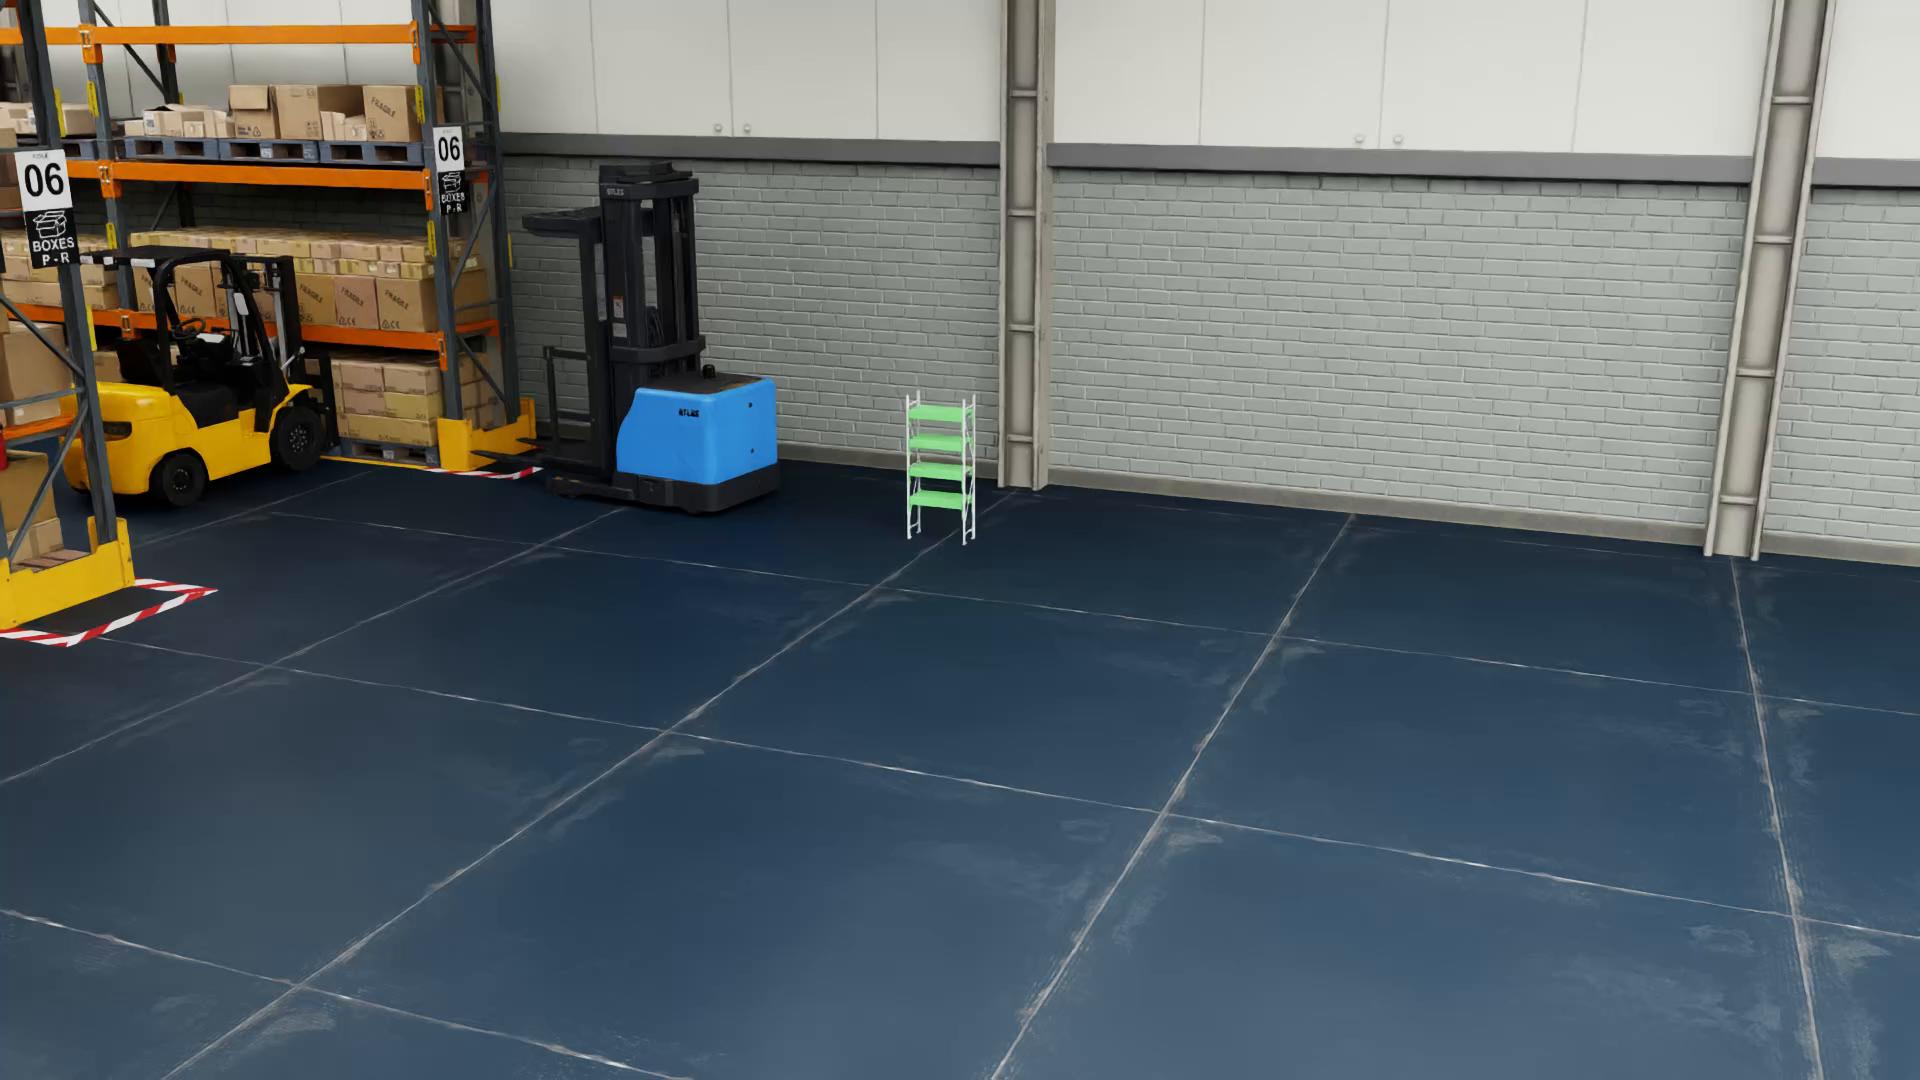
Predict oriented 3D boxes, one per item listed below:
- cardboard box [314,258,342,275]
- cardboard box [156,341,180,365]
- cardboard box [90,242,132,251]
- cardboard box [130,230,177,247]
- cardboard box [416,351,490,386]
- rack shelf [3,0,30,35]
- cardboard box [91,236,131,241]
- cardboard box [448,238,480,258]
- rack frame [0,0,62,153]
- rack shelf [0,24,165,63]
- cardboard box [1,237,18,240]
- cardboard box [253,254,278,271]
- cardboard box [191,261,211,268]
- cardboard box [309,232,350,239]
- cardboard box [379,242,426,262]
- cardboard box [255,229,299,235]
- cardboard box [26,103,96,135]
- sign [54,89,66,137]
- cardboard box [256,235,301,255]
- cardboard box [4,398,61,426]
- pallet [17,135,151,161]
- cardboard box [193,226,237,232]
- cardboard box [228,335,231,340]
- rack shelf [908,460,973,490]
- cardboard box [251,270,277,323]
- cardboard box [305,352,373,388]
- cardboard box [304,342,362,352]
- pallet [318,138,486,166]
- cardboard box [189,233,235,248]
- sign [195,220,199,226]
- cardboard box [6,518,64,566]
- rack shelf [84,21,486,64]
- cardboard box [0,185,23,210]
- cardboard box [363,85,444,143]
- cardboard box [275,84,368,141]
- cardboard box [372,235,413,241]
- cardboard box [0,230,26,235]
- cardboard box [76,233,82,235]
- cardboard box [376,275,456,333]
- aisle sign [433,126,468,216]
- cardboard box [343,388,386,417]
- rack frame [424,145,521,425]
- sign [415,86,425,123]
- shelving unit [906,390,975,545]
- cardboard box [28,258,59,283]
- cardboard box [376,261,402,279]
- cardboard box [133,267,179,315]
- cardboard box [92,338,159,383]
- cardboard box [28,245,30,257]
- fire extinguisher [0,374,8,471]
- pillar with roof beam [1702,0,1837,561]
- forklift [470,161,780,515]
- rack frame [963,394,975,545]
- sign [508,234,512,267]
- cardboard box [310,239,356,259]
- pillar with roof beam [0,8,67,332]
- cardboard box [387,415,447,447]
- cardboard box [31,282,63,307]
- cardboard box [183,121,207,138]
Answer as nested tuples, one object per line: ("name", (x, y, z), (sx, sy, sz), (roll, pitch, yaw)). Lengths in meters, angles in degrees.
("cardboard box", (-6.063, -2.686, 16.204), (0.250, 0.149, 0.380), (6, 17, 19))
("cardboard box", (-8.064, -1.900, 17.222), (0.500, 0.250, 0.500), (6, 17, 20))
("cardboard box", (-8.799, -3.006, 17.305), (0.250, 0.149, 0.380), (7, 18, 23))
("cardboard box", (-8.212, -3.062, 16.964), (0.250, 0.149, 0.380), (7, 17, 22))
("cardboard box", (-5.056, -1.720, 16.602), (0.500, 0.250, 0.500), (6, 17, 20))
("rack shelf", (-8.357, -3.711, 11.611), (4.000, 0.370, 1.077), (6, 17, 21))
("cardboard box", (-9.110, -3.187, 17.929), (0.250, 0.149, 0.380), (6, 17, 20))
("cardboard box", (-4.912, -2.852, 16.241), (0.250, 0.149, 0.380), (6, 17, 20))
("rack frame", (-6.496, -3.853, 10.806), (0.127, 3.000, 1.000), (6, 17, 21))
("rack shelf", (-10.260, -5.217, 17.512), (4.000, 0.370, 1.077), (6, 17, 21))
("cardboard box", (-10.273, -3.136, 17.753), (0.250, 0.149, 0.380), (6, 17, 19))
("cardboard box", (-6.768, -2.764, 16.473), (0.250, 0.149, 0.380), (6, 17, 19))
("cardboard box", (-7.503, -2.838, 16.726), (0.250, 0.149, 0.380), (7, 17, 22))
("cardboard box", (-6.341, -3.018, 16.812), (0.250, 0.149, 0.380), (6, 17, 21))
("cardboard box", (-5.330, -2.761, 15.929), (0.250, 0.149, 0.380), (6, 17, 21))
("cardboard box", (-7.032, -3.116, 17.151), (0.250, 0.149, 0.380), (6, 17, 20))
("cardboard box", (-9.162, -4.327, 17.046), (0.500, 0.311, 0.500), (6, 17, 19))
("sign", (-6.297, -2.973, 11.587), (0.005, 0.325, 0.100), (6, 17, 21))
("cardboard box", (-6.746, -2.930, 16.509), (0.250, 0.149, 0.380), (6, 17, 21))
("cardboard box", (-6.736, -0.940, 11.982), (0.250, 0.149, 0.380), (6, 17, 21))
("pallet", (-9.225, -4.105, 17.395), (1.217, 0.209, 0.805), (6, 17, 18))
("cardboard box", (-7.773, -3.181, 17.373), (0.250, 0.149, 0.380), (6, 17, 19))
("cardboard box", (-7.871, -2.030, 17.672), (0.500, 0.250, 0.500), (7, 17, 22))
("rack shelf", (-0.154, -0.532, 13.582), (0.480, 0.148, 0.258), (6, 17, 21))
("cardboard box", (-6.660, -2.447, 16.541), (0.500, 0.500, 0.500), (6, 17, 21))
("cardboard box", (-6.171, -1.687, 16.490), (0.500, 0.250, 0.500), (7, 17, 21))
("cardboard box", (-6.458, -1.878, 17.147), (0.500, 0.250, 0.500), (6, 17, 20))
("pallet", (-5.327, -3.737, 15.944), (1.213, 0.211, 1.003), (6, 17, 21))
("cardboard box", (-7.493, -2.982, 16.688), (0.250, 0.149, 0.380), (7, 17, 22))
("sign", (-8.197, -3.267, 17.852), (0.005, 0.325, 0.100), (6, 17, 21))
("cardboard box", (-7.145, -0.008, 12.498), (0.500, 0.250, 0.500), (6, 17, 20))
("rack shelf", (-6.539, -4.808, 16.102), (4.000, 0.370, 1.077), (6, 17, 21))
("cardboard box", (-6.686, -2.410, 11.666), (0.250, 0.149, 0.380), (6, 17, 21))
("cardboard box", (-5.180, -3.980, 15.511), (0.500, 0.500, 0.500), (7, 18, 22))
("cardboard box", (-6.096, -4.111, 15.962), (0.500, 0.500, 0.700), (6, 17, 21))
("cardboard box", (-5.619, -2.940, 16.544), (0.250, 0.149, 0.380), (6, 17, 21))
("cardboard box", (-10.509, -3.359, 18.521), (0.250, 0.149, 0.380), (6, 17, 20))
("cardboard box", (-9.814, -3.264, 18.195), (0.250, 0.149, 0.380), (6, 17, 20))
("cardboard box", (-5.232, -2.290, 16.003), (0.500, 0.500, 0.500), (6, 17, 19))
("aisle sign", (-4.725, -3.425, 15.430), (0.004, 0.787, 0.394), (6, 17, 21))
("cardboard box", (-5.708, -1.404, 16.411), (0.500, 0.250, 0.500), (6, 17, 20))
("rack frame", (-4.678, -2.260, 16.078), (0.127, 3.000, 1.000), (6, 17, 21))
("sign", (-4.890, -3.948, 15.067), (0.005, 0.325, 0.100), (6, 17, 21))
("shelving unit", (-0.154, -0.593, 13.565), (0.503, 1.200, 0.258), (6, 17, 21))
("cardboard box", (-9.431, -2.872, 17.558), (0.500, 0.250, 0.500), (6, 17, 19))
("cardboard box", (-5.352, -2.601, 15.909), (0.250, 0.149, 0.380), (7, 17, 22))
("cardboard box", (-8.082, -2.604, 17.084), (0.500, 0.500, 0.500), (6, 17, 19))
("cardboard box", (-8.889, -1.781, 17.934), (0.625, 0.625, 0.875), (7, 18, 23))
("cardboard box", (-9.547, -3.059, 17.487), (0.250, 0.149, 0.380), (6, 17, 19))
("fire extinguisher", (-6.559, -0.804, 11.201), (0.183, 0.674, 0.296), (6, 17, 21))
("pillar with roof beam", (4.588, -3.102, 8.218), (0.400, 9.000, 9.100), (6, 17, 21))
("forklift", (-3.165, -1.903, 14.973), (3.031, 2.935, 1.130), (9, 18, 28))
("rack frame", (0.073, -0.568, 13.479), (0.015, 1.200, 0.240), (6, 17, 21))
("sign", (-4.469, -2.857, 16.440), (0.005, 0.325, 0.100), (6, 17, 21))
("cardboard box", (-6.070, -2.824, 16.144), (0.250, 0.149, 0.380), (7, 18, 22))
("pillar with roof beam", (-12.156, -4.943, 14.560), (0.400, 9.000, 9.100), (6, 17, 21))
("cardboard box", (-5.231, -1.107, 16.286), (0.500, 0.250, 0.500), (6, 17, 21))
("cardboard box", (-9.434, -2.631, 17.624), (0.500, 0.250, 0.500), (6, 17, 20))
("cardboard box", (-7.378, -4.035, 16.331), (0.250, 0.149, 0.380), (7, 18, 22))
